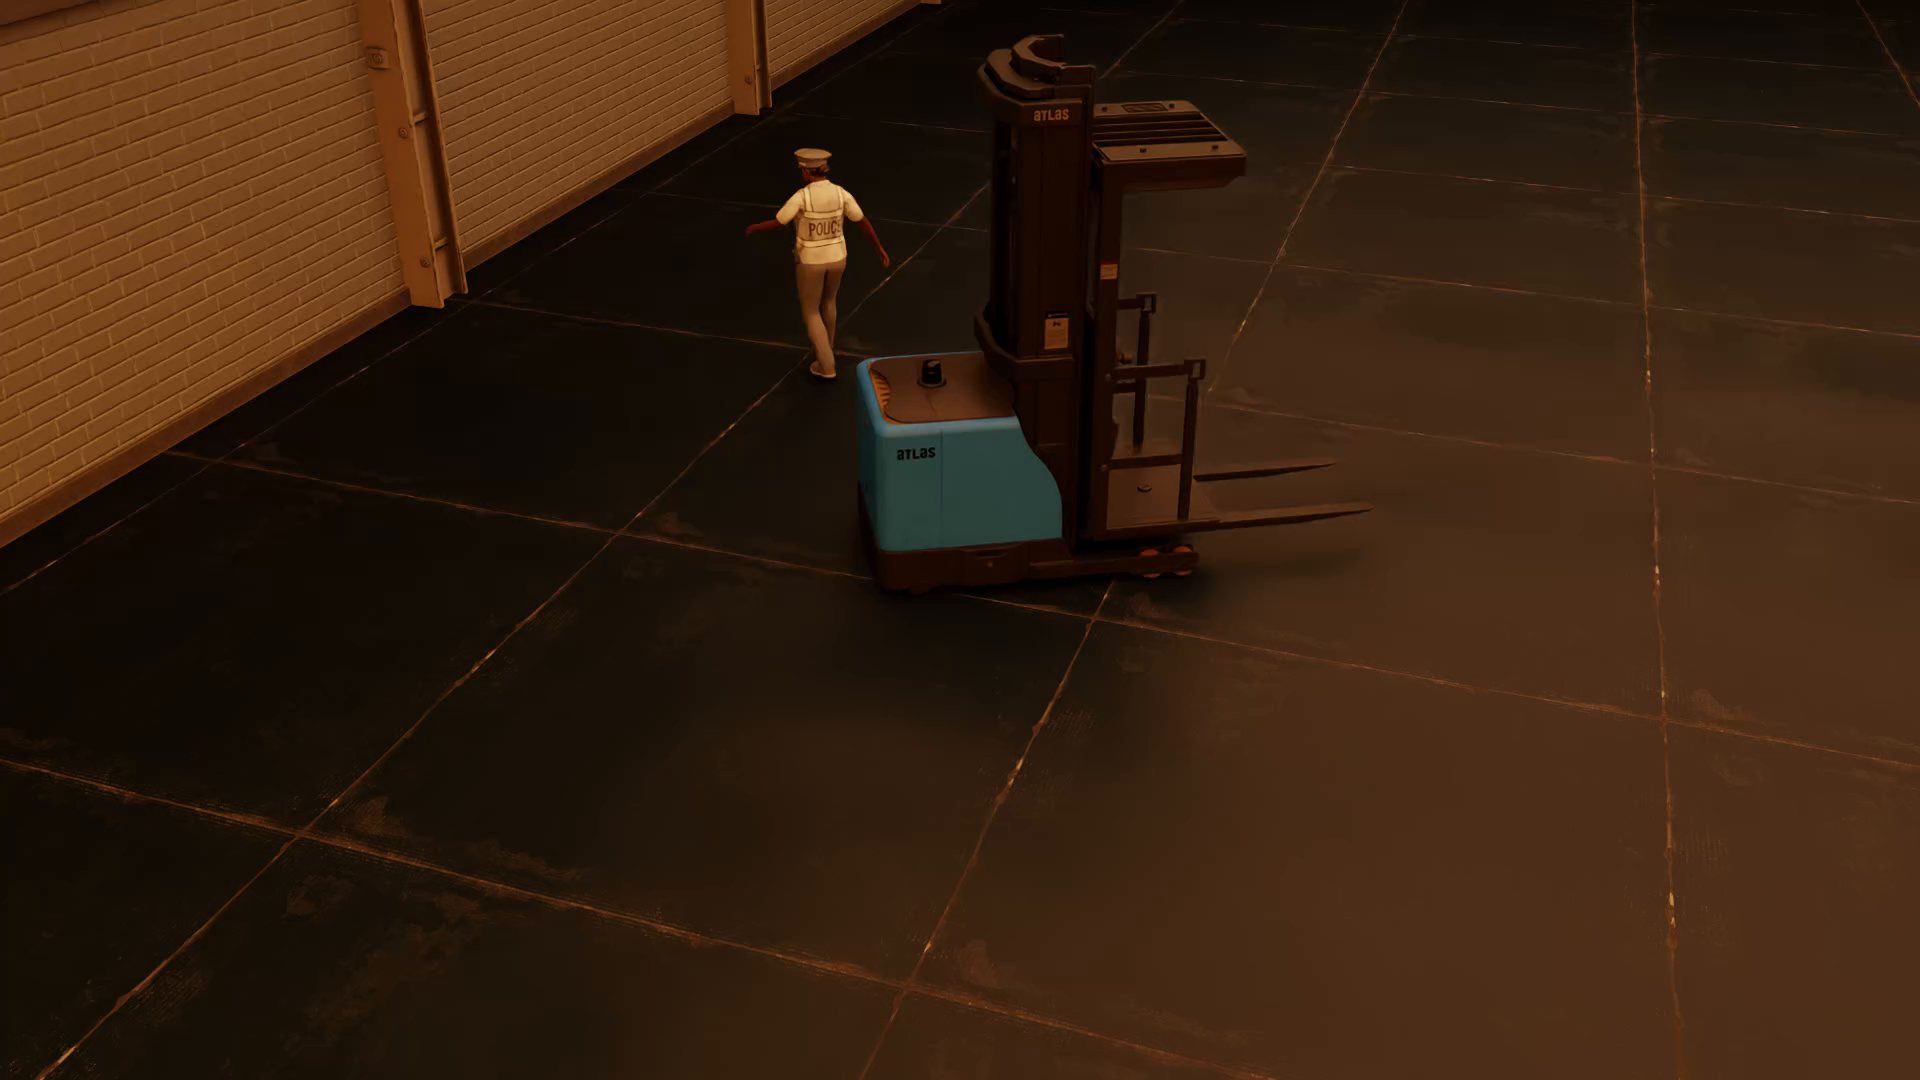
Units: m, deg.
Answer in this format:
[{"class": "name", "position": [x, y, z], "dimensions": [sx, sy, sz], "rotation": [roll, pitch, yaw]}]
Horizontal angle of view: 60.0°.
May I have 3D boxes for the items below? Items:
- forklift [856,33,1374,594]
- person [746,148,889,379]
[{"class": "forklift", "position": [0.939, -1.304, 9.424], "dimensions": [3.031, 2.935, 1.130], "rotation": [-5, 30, -9]}, {"class": "person", "position": [-1.007, -2.033, 12.043], "dimensions": [0.899, 1.649, 0.701], "rotation": [-16, 33, -26]}]
